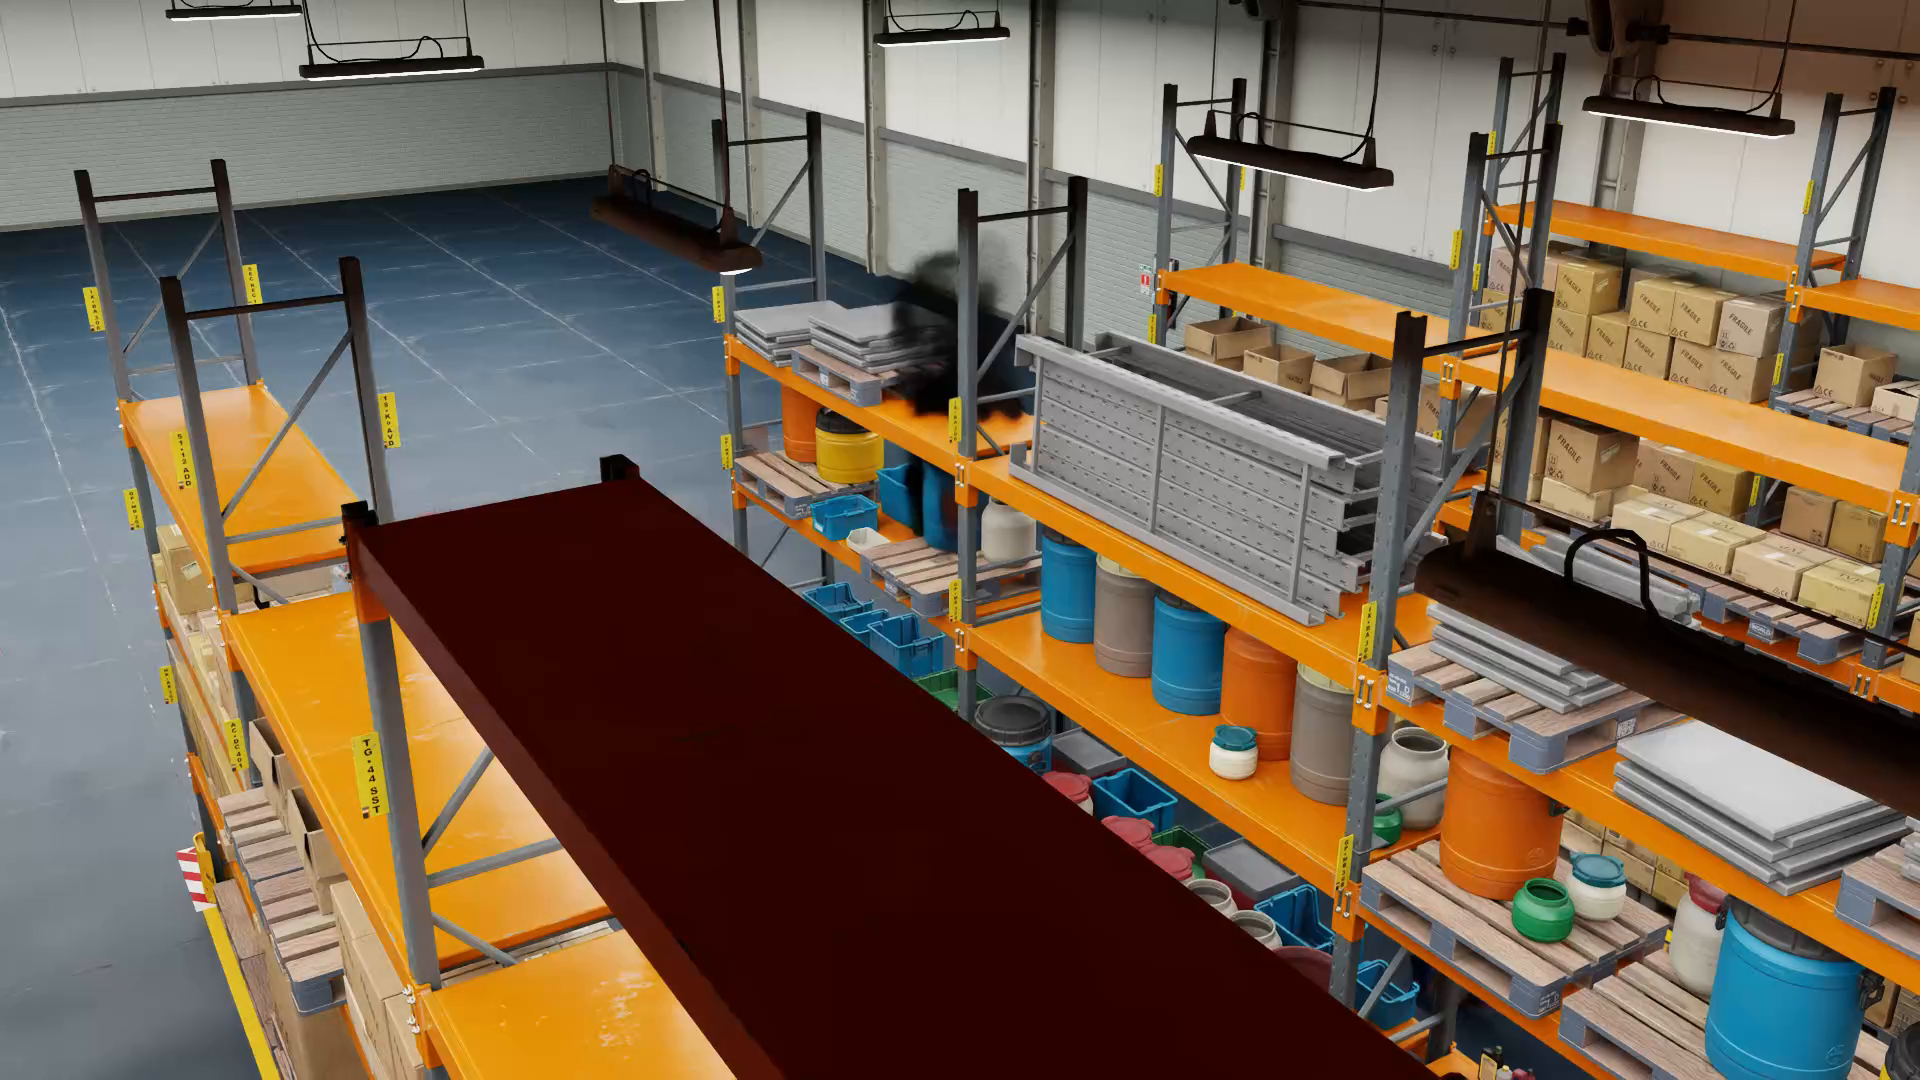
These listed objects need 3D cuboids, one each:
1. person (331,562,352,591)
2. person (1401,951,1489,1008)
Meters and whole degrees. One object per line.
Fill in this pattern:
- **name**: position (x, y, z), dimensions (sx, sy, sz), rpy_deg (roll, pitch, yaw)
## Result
- **person**: position (-6.265, 0.584, 17.540), dimensions (0.717, 1.824, 0.631), rpy_deg (0, 22, -1)
- **person**: position (3.652, 2.752, 12.338), dimensions (0.585, 1.700, 0.708), rpy_deg (-18, 28, -37)
